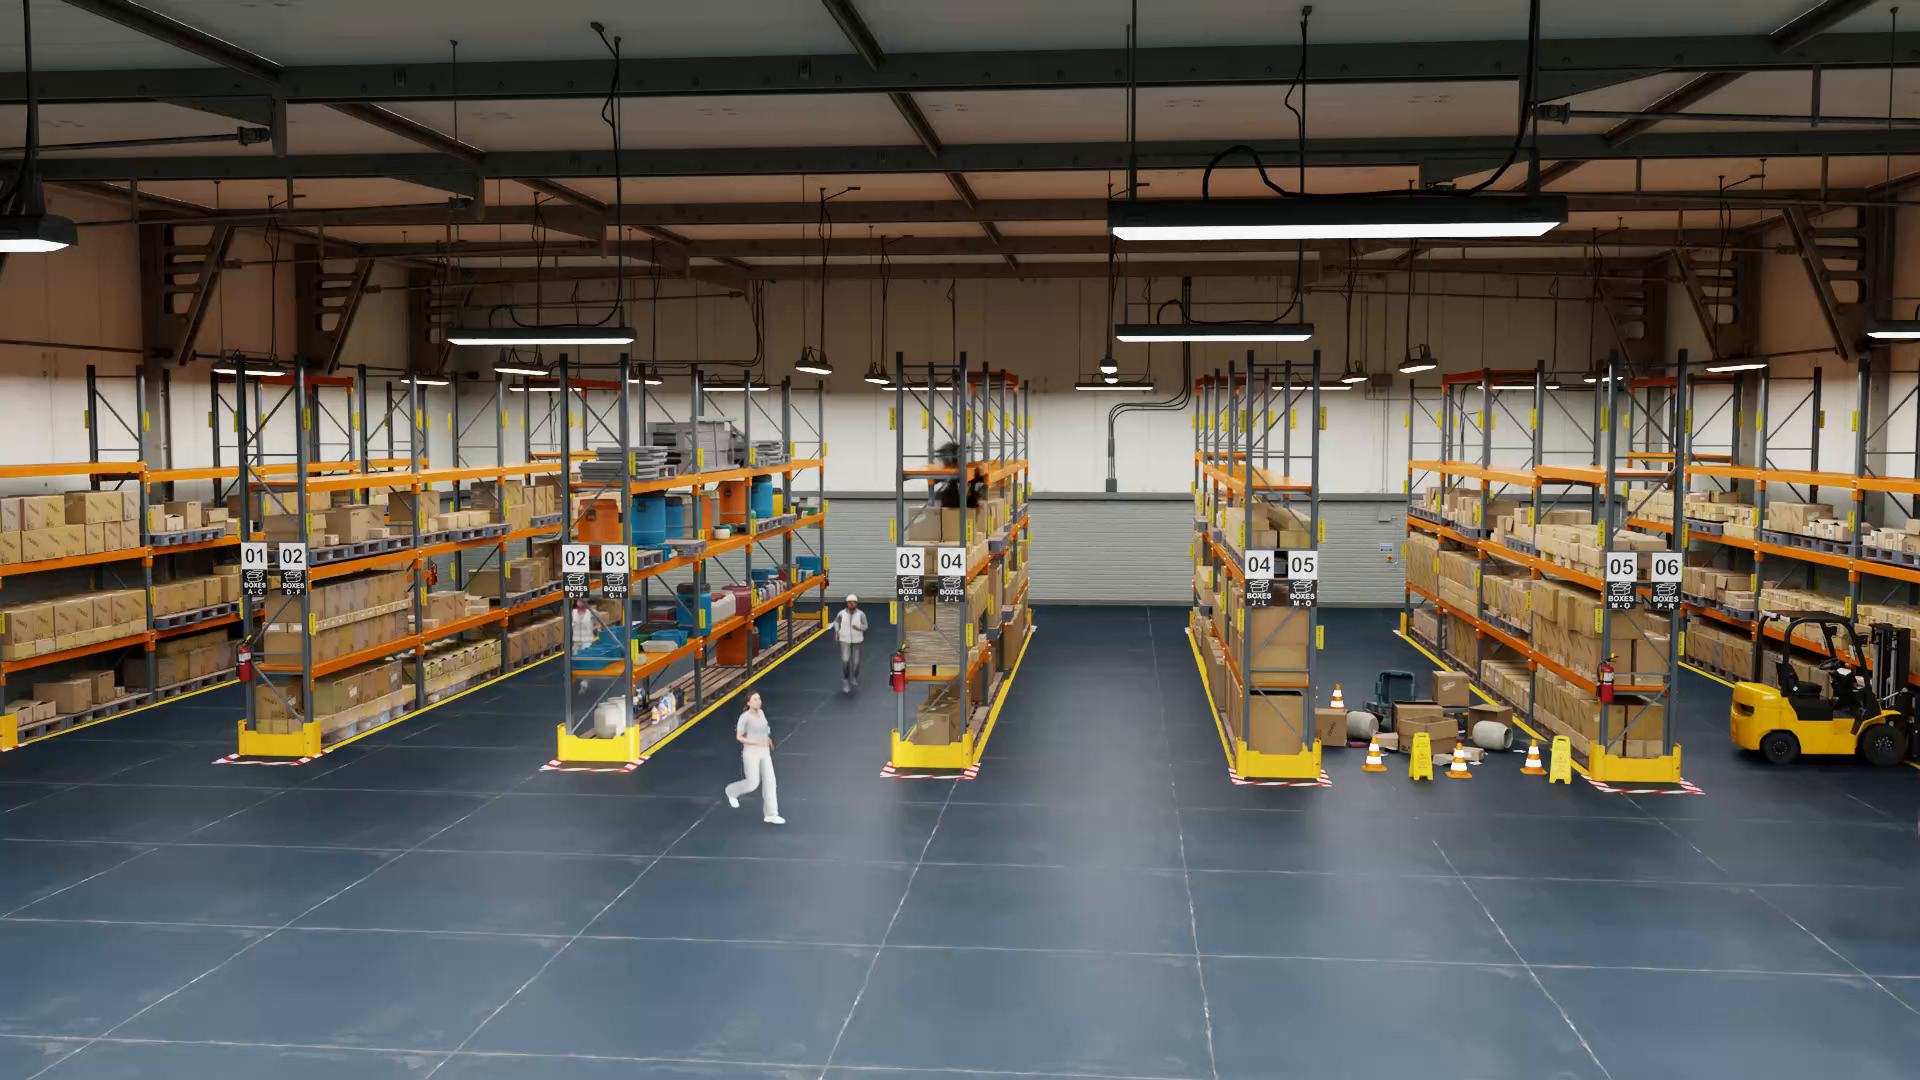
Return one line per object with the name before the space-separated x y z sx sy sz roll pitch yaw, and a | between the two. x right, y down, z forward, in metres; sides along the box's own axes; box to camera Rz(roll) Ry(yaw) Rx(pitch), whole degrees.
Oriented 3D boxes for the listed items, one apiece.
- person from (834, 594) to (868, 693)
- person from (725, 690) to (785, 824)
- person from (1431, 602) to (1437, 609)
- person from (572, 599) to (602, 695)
person | -2.026 1.923 30.963 0.624 1.831 0.752 0 4 -6
person | -2.551 2.694 20.839 0.970 1.633 0.584 3 5 40
person | 11.667 1.318 40.267 0.698 1.697 0.959 3 5 32
person | -6.968 1.900 30.716 0.657 1.804 0.937 0 4 3
